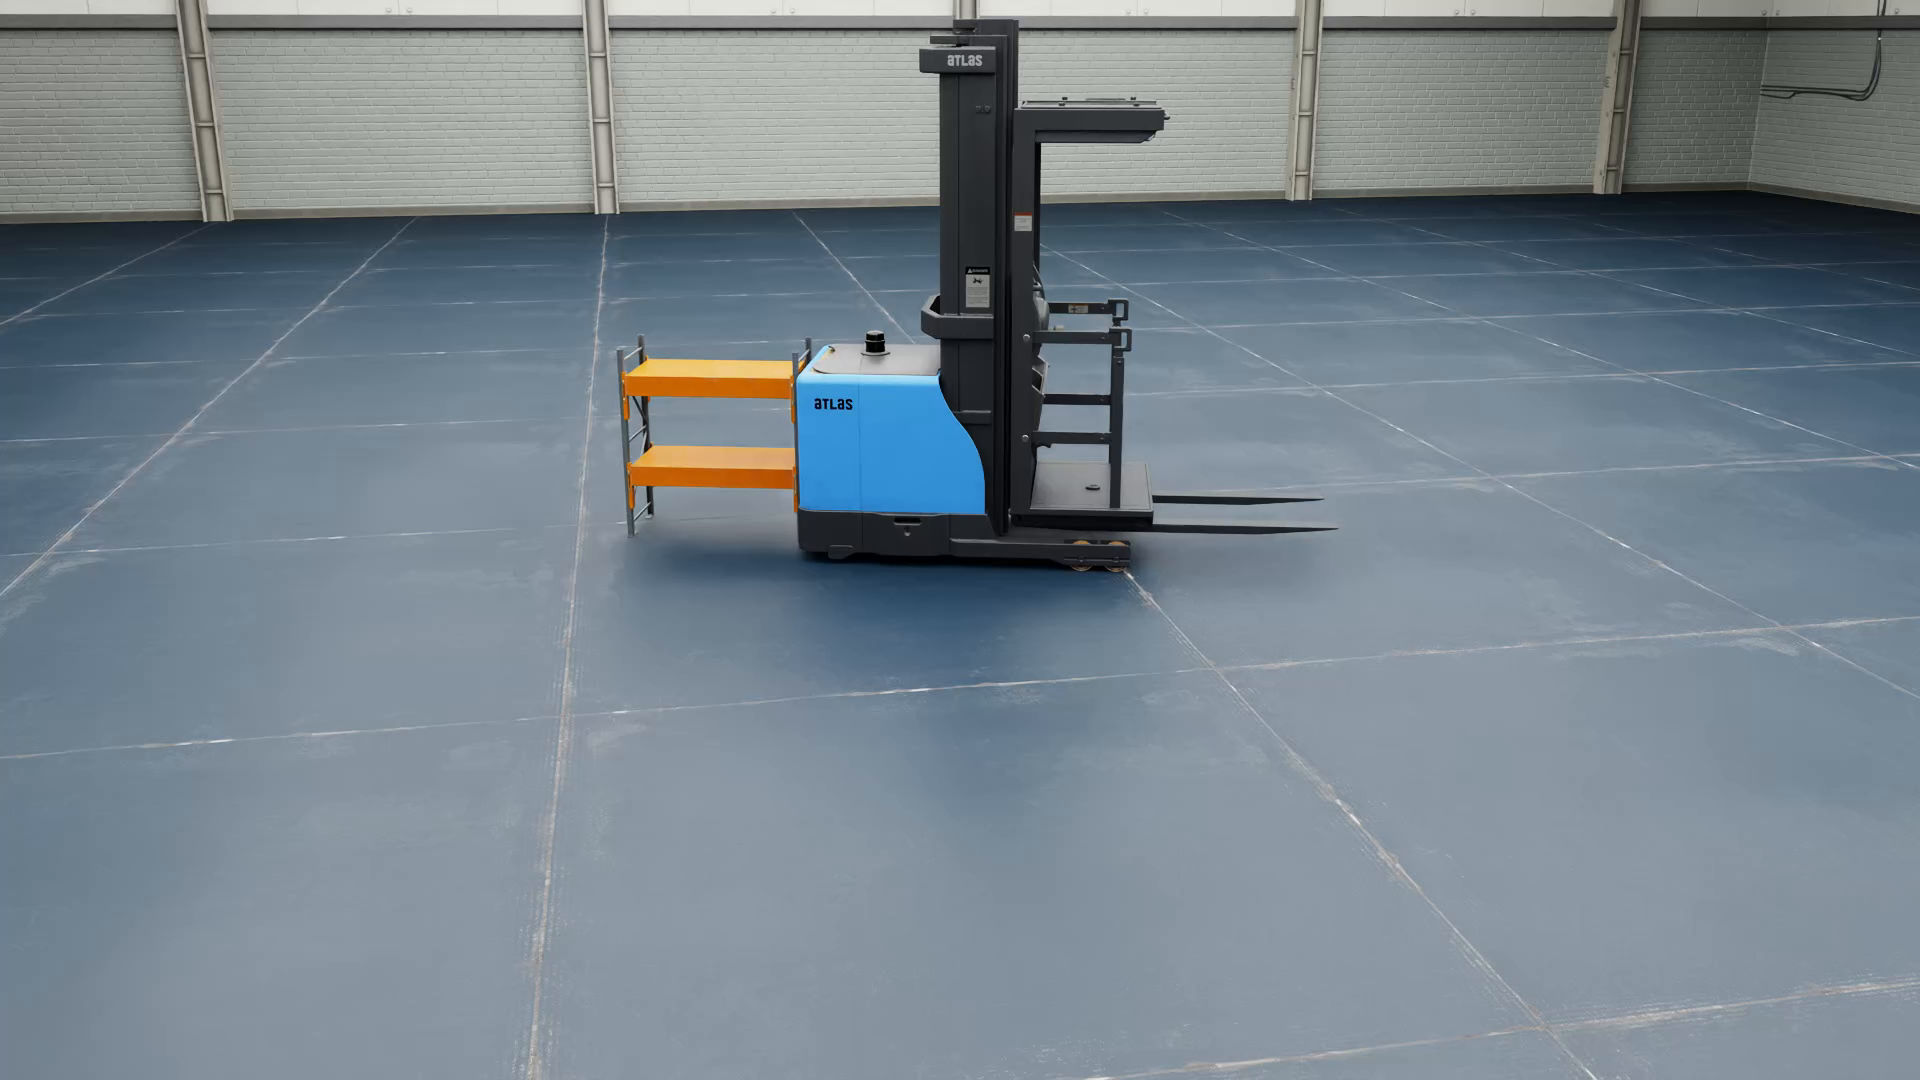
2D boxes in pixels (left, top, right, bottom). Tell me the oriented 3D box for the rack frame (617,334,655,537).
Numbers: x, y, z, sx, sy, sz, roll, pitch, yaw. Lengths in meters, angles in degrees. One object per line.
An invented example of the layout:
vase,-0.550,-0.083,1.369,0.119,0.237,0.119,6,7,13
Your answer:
rack frame,-1.935,-0.627,9.936,0.032,1.125,0.500,1,17,4

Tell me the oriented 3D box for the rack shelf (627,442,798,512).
rack shelf,-1.428,-0.381,9.969,1.000,0.278,0.538,1,17,4

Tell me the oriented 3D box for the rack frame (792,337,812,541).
rack frame,-0.922,-0.602,9.858,0.032,1.125,0.500,1,17,4

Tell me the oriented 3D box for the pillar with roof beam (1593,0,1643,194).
pillar with roof beam,12.702,-9.435,25.202,0.400,9.000,9.100,-3,17,-10

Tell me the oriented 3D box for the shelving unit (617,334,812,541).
shelving unit,-1.428,-0.615,9.897,1.048,1.125,0.538,1,17,4

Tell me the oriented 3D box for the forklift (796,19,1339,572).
forklift,0.629,-1.387,9.334,3.031,2.935,1.130,1,17,4

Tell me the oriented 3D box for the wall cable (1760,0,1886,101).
wall cable,15.028,-8.974,28.992,0.112,2.526,3.097,-3,17,-10

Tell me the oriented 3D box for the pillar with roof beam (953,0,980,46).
pillar with roof beam,0.919,-8.766,23.026,0.400,9.000,9.100,-3,17,-10

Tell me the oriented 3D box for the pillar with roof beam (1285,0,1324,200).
pillar with roof beam,6.811,-9.100,24.114,0.400,9.000,9.100,-3,17,-10

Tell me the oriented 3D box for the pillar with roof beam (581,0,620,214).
pillar with roof beam,-4.972,-8.432,21.938,0.400,9.000,9.100,-3,17,-10

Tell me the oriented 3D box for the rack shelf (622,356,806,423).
rack shelf,-1.428,-0.894,9.811,1.000,0.278,0.538,1,17,4

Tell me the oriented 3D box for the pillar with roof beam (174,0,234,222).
pillar with roof beam,-10.863,-8.098,20.850,0.400,9.000,9.100,-3,17,-10
